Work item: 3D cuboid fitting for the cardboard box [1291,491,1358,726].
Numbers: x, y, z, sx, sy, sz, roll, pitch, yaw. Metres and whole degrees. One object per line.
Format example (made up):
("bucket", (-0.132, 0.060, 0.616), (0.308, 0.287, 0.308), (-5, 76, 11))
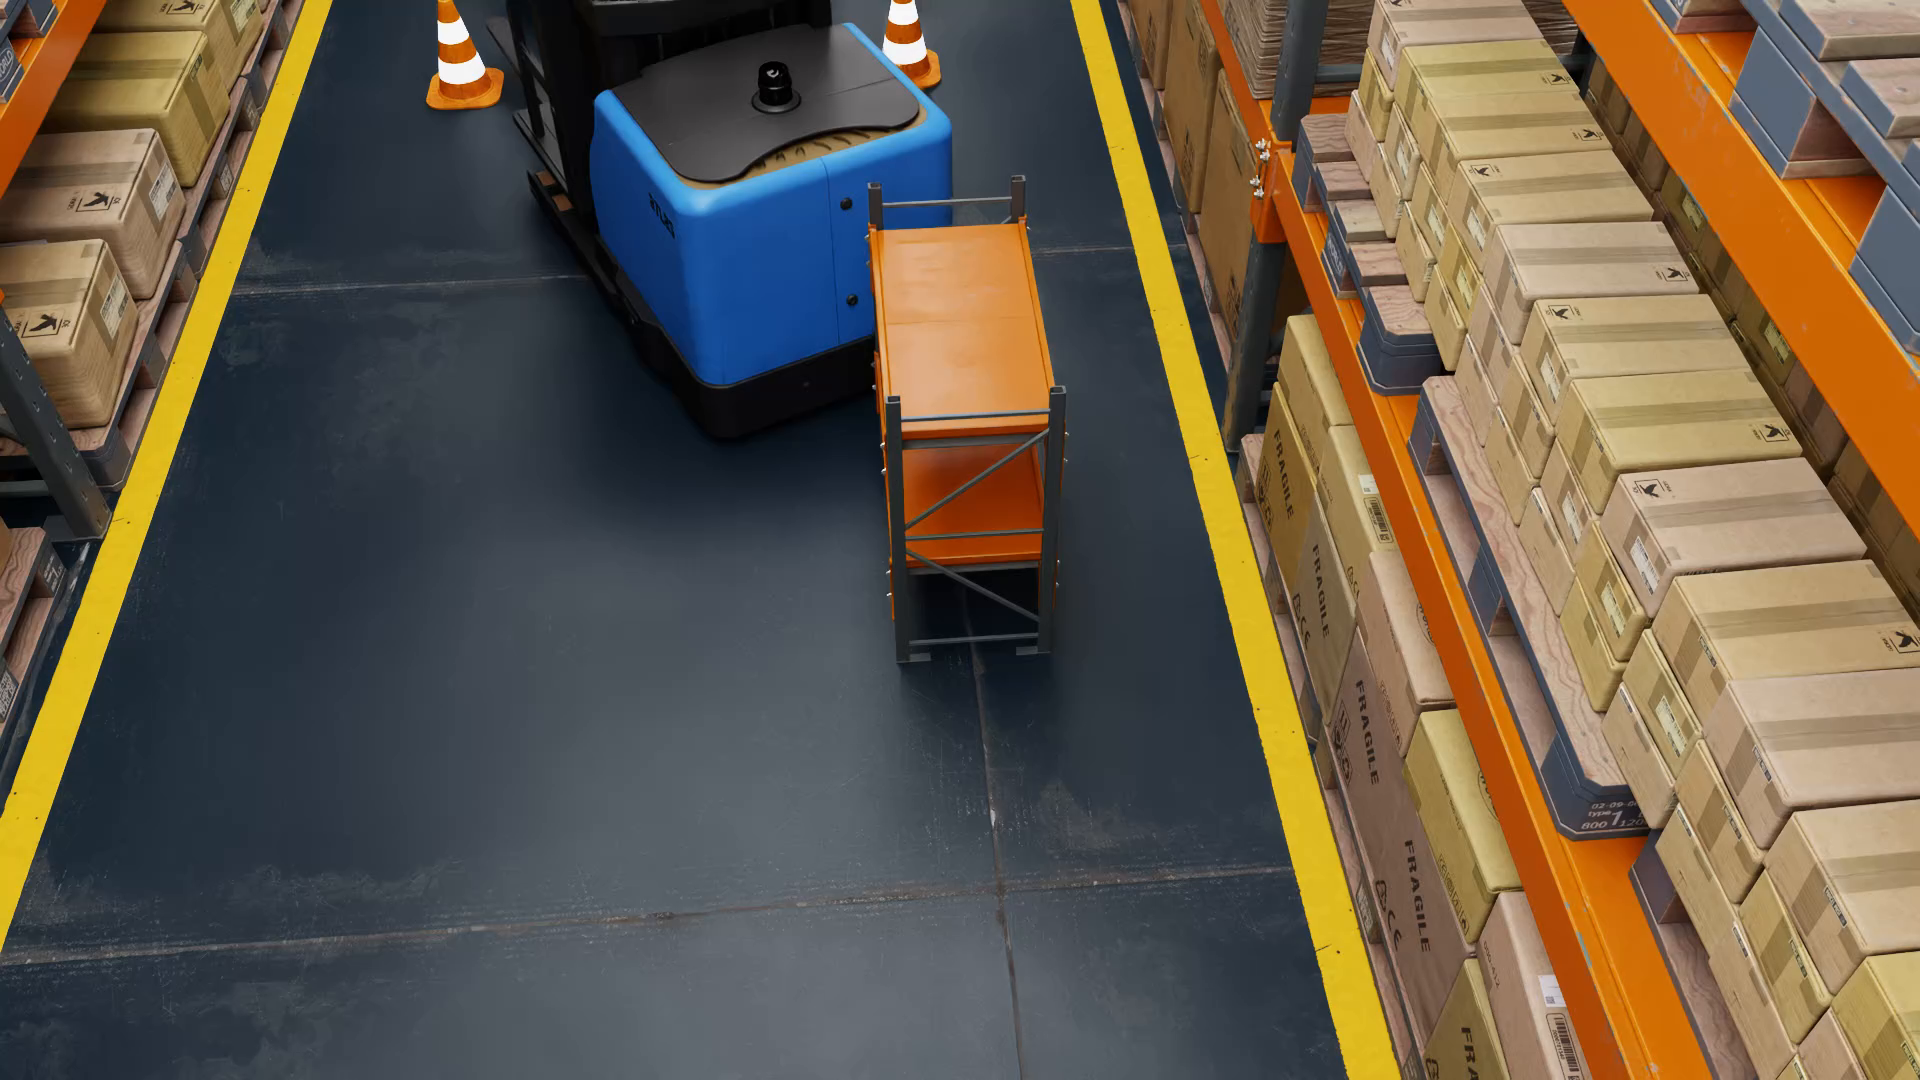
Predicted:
("cardboard box", (1.314, 0.190, 4.937), (0.500, 0.500, 0.500), (-3, 47, -3))

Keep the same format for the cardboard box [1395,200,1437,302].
("cardboard box", (1.345, -0.749, 4.277), (0.380, 0.149, 0.250), (-1, 47, -1))

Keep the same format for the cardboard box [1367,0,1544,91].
("cardboard box", (1.310, -1.330, 4.417), (0.380, 0.149, 0.250), (-3, 47, -3))

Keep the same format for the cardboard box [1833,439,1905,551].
("cardboard box", (2.091, -0.127, 3.483), (0.380, 0.149, 0.250), (-4, 47, -4))

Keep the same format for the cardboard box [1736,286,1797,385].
("cardboard box", (2.046, -0.502, 3.839), (0.380, 0.149, 0.250), (-4, 47, -4))

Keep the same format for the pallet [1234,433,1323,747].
("pallet", (1.528, 0.108, 5.502), (1.003, 0.211, 1.213), (-3, 47, -3))

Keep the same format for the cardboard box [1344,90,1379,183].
("cardboard box", (1.300, -1.138, 4.646), (0.380, 0.149, 0.250), (-4, 47, -4))

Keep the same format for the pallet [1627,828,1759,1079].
("pallet", (1.880, 0.982, 2.886), (1.003, 0.211, 1.213), (-3, 47, -3))

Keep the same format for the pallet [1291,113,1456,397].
("pallet", (1.629, -0.841, 4.613), (1.213, 0.211, 1.003), (-3, 47, -3))

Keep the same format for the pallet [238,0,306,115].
("pallet", (-3.729, -2.414, 7.891), (1.003, 0.211, 1.213), (-3, 47, -3))

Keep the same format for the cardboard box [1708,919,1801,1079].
("cardboard box", (1.527, 0.776, 2.833), (0.380, 0.149, 0.250), (-4, 47, -3))

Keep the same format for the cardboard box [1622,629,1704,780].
("cardboard box", (1.480, 0.285, 3.093), (0.380, 0.149, 0.250), (-6, 47, -5))

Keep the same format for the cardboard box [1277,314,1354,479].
("cardboard box", (1.280, -0.445, 5.022), (0.500, 0.250, 0.500), (-5, 47, -5))

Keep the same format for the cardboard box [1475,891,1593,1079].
("cardboard box", (1.454, 1.039, 3.616), (0.500, 0.250, 0.500), (-1, 47, -1))

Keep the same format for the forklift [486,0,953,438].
("forklift", (-1.171, -2.442, 6.044), (1.130, 2.935, 3.031), (-22, 50, -20))

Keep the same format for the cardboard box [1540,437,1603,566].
("cardboard box", (1.440, -0.088, 3.446), (0.380, 0.149, 0.250), (-2, 47, -2))

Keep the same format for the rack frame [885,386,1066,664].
("rack frame", (0.043, -0.014, 4.989), (0.500, 1.125, 0.032), (-3, 47, -3))

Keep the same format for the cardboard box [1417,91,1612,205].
("cardboard box", (1.351, -0.961, 4.068), (0.380, 0.149, 0.250), (-4, 47, -4))

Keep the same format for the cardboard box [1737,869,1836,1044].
("cardboard box", (1.527, 0.671, 2.727), (0.380, 0.149, 0.250), (-2, 47, -2))

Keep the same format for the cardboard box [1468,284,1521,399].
("cardboard box", (1.396, -0.463, 3.801), (0.380, 0.149, 0.250), (-3, 47, -3))

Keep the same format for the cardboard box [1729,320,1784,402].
("cardboard box", (2.045, -0.404, 3.951), (0.380, 0.149, 0.250), (-5, 47, -5))

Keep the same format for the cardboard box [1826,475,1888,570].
("cardboard box", (2.091, -0.020, 3.587), (0.380, 0.149, 0.250), (-5, 47, -5))

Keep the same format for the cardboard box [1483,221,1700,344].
("cardboard box", (1.397, -0.573, 3.701), (0.380, 0.149, 0.250), (-2, 47, -1))

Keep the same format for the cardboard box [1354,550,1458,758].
("cardboard box", (1.351, 0.280, 4.334), (0.500, 0.250, 0.500), (-3, 47, -3))

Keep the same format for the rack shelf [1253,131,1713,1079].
("rack shelf", (1.631, 0.278, 3.916), (1.077, 0.370, 4.000), (-3, 47, -3))

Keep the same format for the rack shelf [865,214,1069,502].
("rack shelf", (0.001, -0.583, 5.124), (0.538, 0.278, 1.000), (-3, 47, -3))

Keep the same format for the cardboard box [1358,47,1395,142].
("cardboard box", (1.304, -1.215, 4.513), (0.380, 0.149, 0.250), (-2, 47, -2))

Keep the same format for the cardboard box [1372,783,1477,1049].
("cardboard box", (1.404, 0.930, 4.236), (0.500, 0.500, 0.500), (-4, 47, -4))

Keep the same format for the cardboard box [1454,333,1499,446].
("cardboard box", (1.394, -0.361, 3.910), (0.380, 0.149, 0.250), (-2, 47, -2))

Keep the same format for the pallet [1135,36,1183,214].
("pallet", (1.374, -1.913, 7.416), (1.003, 0.211, 1.213), (-3, 47, -3))

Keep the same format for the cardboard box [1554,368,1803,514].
("cardboard box", (1.438, -0.201, 3.349), (0.380, 0.149, 0.250), (-4, 47, -4))

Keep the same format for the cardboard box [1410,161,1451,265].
("cardboard box", (1.354, -0.826, 4.145), (0.380, 0.149, 0.250), (-5, 47, -5))

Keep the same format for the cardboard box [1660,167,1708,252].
("cardboard box", (2.007, -0.864, 4.181), (0.380, 0.149, 0.250), (-2, 47, -2))

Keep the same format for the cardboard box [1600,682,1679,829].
("cardboard box", (1.477, 0.394, 3.195), (0.380, 0.149, 0.250), (-5, 47, -5))

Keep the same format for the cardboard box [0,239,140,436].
("cardboard box", (-3.498, -0.693, 5.861), (0.950, 0.372, 0.625), (-6, 47, -6))

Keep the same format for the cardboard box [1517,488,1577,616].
("cardboard box", (1.433, 0.009, 3.559), (0.380, 0.149, 0.250), (-5, 47, -5))

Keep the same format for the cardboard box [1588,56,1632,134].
("cardboard box", (1.959, -1.247, 4.544), (0.380, 0.149, 0.250), (-3, 47, -2))

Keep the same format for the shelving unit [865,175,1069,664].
("shelving unit", (0.001, -0.382, 5.337), (0.538, 1.125, 1.048), (-3, 47, -3))

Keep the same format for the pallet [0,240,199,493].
("pallet", (-3.524, -0.649, 6.219), (1.003, 0.211, 1.213), (-3, 47, -3))

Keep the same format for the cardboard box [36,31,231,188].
("cardboard box", (-3.626, -1.775, 6.886), (0.950, 0.372, 0.625), (-2, 47, -2))

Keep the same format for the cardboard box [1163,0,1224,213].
("cardboard box", (1.426, -1.865, 6.711), (1.050, 0.750, 0.750), (-3, 47, -3))

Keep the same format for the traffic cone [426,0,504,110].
("traffic cone", (-2.296, -2.252, 7.564), (0.336, 0.463, 0.334), (-3, 47, -3))

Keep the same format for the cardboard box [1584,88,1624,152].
("cardboard box", (1.963, -1.145, 4.653), (0.380, 0.149, 0.250), (-3, 47, -3))

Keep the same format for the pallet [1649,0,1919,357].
("pallet", (1.763, -0.692, 2.403), (1.213, 0.211, 1.003), (-3, 47, -3))

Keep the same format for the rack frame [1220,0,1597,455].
("rack frame", (1.464, -1.416, 5.025), (1.000, 3.000, 0.127), (-3, 47, -3))

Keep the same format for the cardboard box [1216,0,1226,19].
("cardboard box", (1.118, -2.121, 5.624), (0.500, 0.500, 0.500), (-3, 47, -3))

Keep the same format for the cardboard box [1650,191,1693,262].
("cardboard box", (2.004, -0.779, 4.306), (0.380, 0.149, 0.250), (-3, 47, -3))

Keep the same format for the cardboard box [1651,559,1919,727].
("cardboard box", (1.488, 0.187, 2.981), (0.380, 0.149, 0.250), (-5, 47, -5))

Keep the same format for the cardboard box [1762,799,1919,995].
("cardboard box", (1.527, 0.555, 2.632), (0.380, 0.149, 0.250), (-5, 47, -5))

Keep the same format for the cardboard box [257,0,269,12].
("cardboard box", (-3.749, -2.798, 7.854), (0.950, 0.372, 0.625), (-3, 47, -3))

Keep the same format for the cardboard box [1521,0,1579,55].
("cardboard box", (1.695, -1.792, 5.312), (0.500, 0.500, 0.500), (-3, 47, -3))
